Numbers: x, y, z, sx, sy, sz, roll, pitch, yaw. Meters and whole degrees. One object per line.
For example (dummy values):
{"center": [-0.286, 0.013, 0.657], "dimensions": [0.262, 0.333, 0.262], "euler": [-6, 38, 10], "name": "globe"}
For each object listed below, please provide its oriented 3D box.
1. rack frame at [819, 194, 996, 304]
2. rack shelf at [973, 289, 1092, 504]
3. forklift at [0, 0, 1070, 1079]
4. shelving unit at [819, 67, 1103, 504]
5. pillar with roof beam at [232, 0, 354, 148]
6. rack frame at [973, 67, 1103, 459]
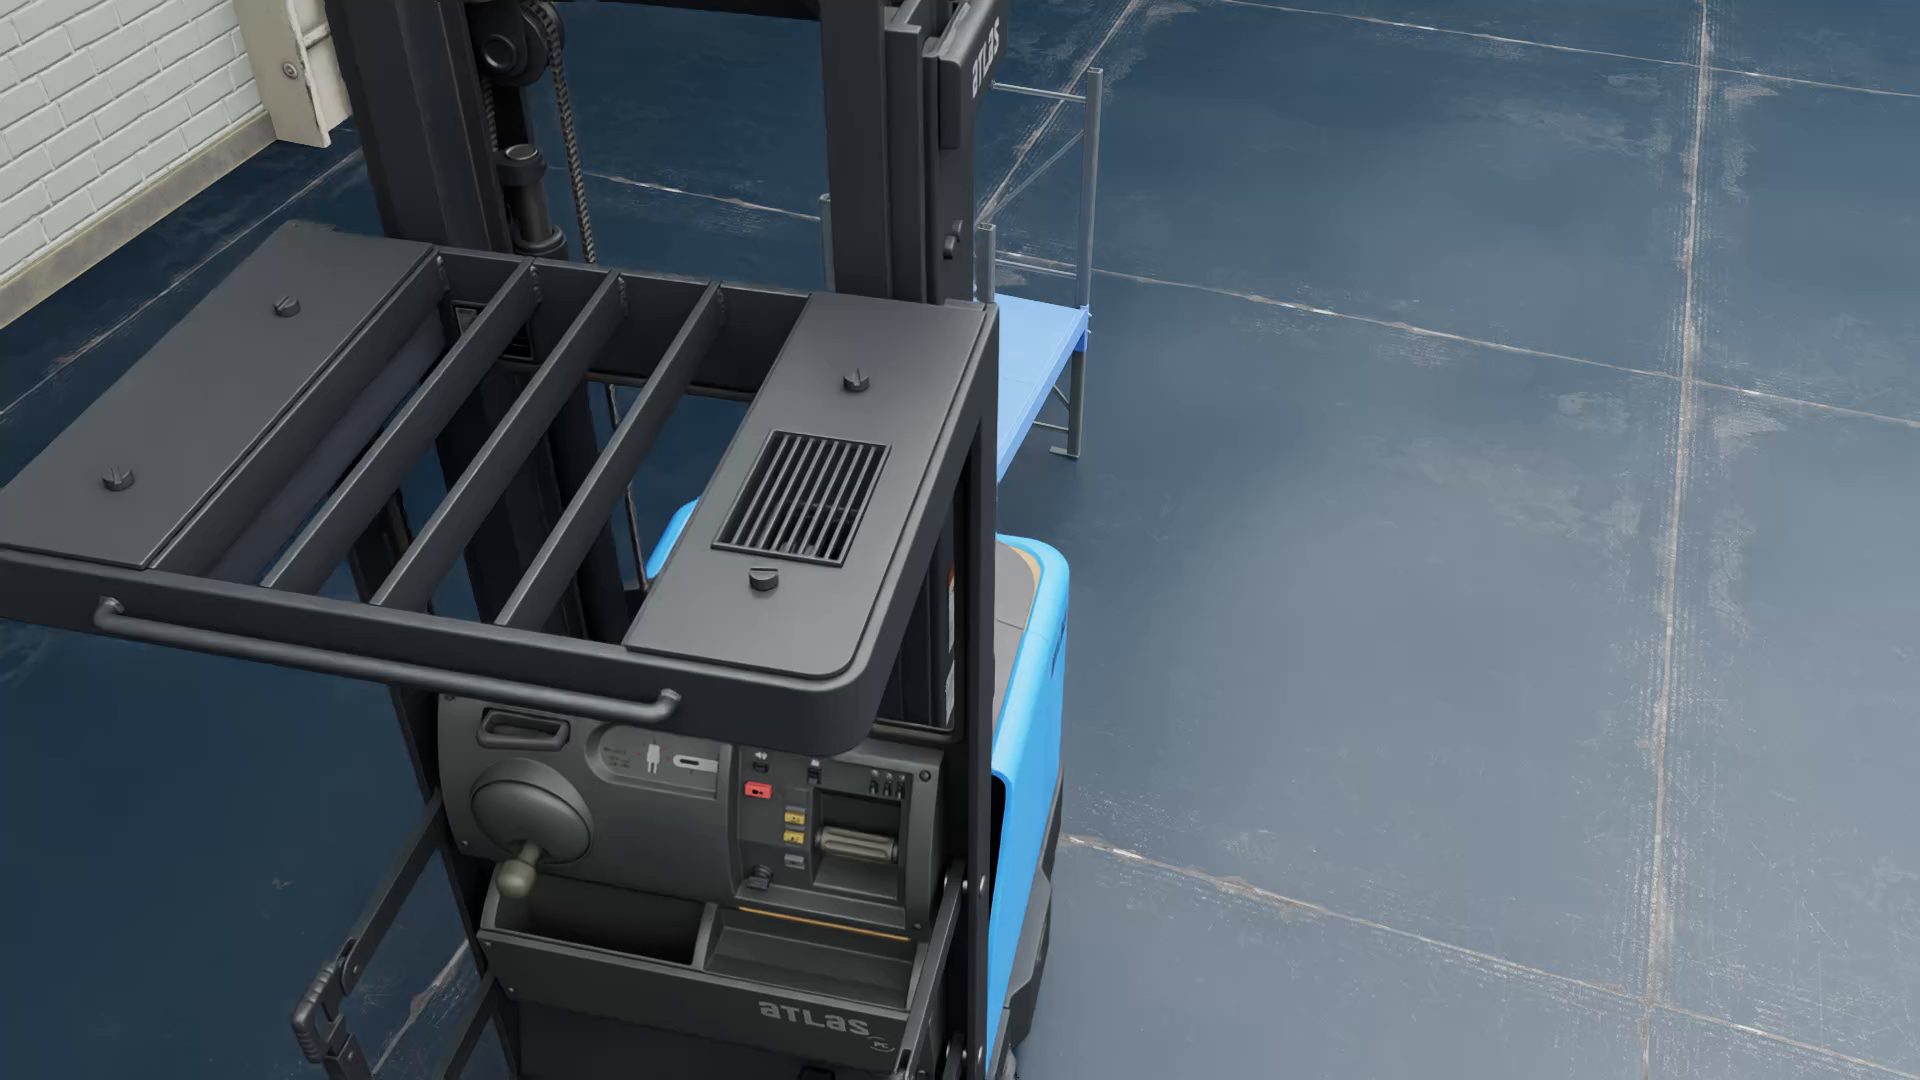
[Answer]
{"center": [-0.145, -0.313, 4.961], "dimensions": [0.500, 1.500, 0.032], "euler": [13, 42, 15], "name": "rack frame"}
{"center": [0.029, -0.486, 5.441], "dimensions": [0.538, 0.185, 1.000], "euler": [13, 42, 15], "name": "rack shelf"}
{"center": [-0.539, 0.573, 2.821], "dimensions": [1.130, 2.935, 3.031], "euler": [8, 41, 10], "name": "forklift"}
{"center": [0.029, -0.623, 5.324], "dimensions": [0.538, 1.500, 1.048], "euler": [13, 42, 15], "name": "shelving unit"}
{"center": [0.933, -4.495, 4.086], "dimensions": [9.100, 9.000, 0.400], "euler": [13, 42, 15], "name": "pillar with roof beam"}
{"center": [0.203, -0.933, 5.688], "dimensions": [0.500, 1.500, 0.032], "euler": [13, 42, 15], "name": "rack frame"}
